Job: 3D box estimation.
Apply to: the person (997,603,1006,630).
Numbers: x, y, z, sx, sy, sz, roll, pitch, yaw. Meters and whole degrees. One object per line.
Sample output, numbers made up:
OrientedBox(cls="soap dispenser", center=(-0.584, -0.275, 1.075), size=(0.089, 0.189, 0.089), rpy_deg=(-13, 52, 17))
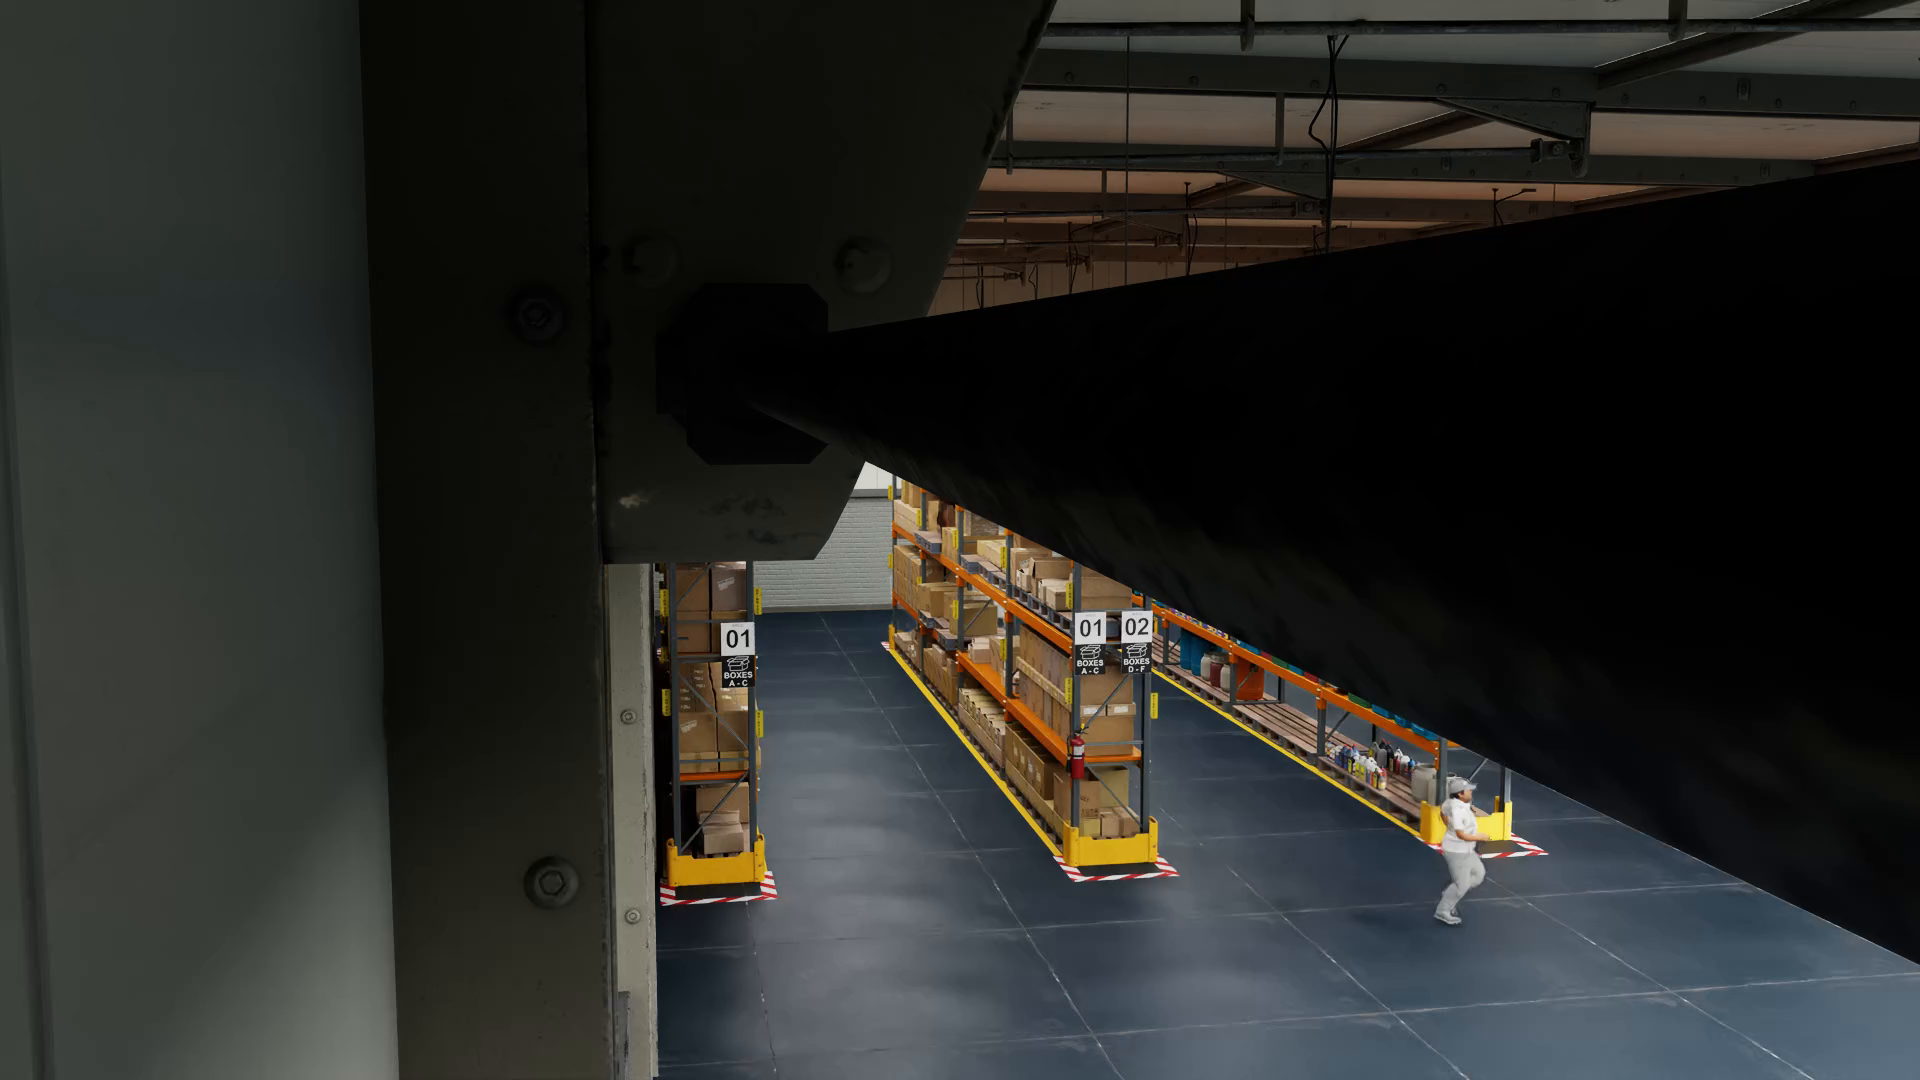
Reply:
OrientedBox(cls="person", center=(0.968, 1.543, 36.358), size=(0.830, 1.822, 0.757), rpy_deg=(-3, 7, -25))

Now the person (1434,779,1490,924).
OrientedBox(cls="person", center=(5.652, 3.492, 18.681), size=(0.551, 1.639, 0.661), rpy_deg=(2, 6, 14))
